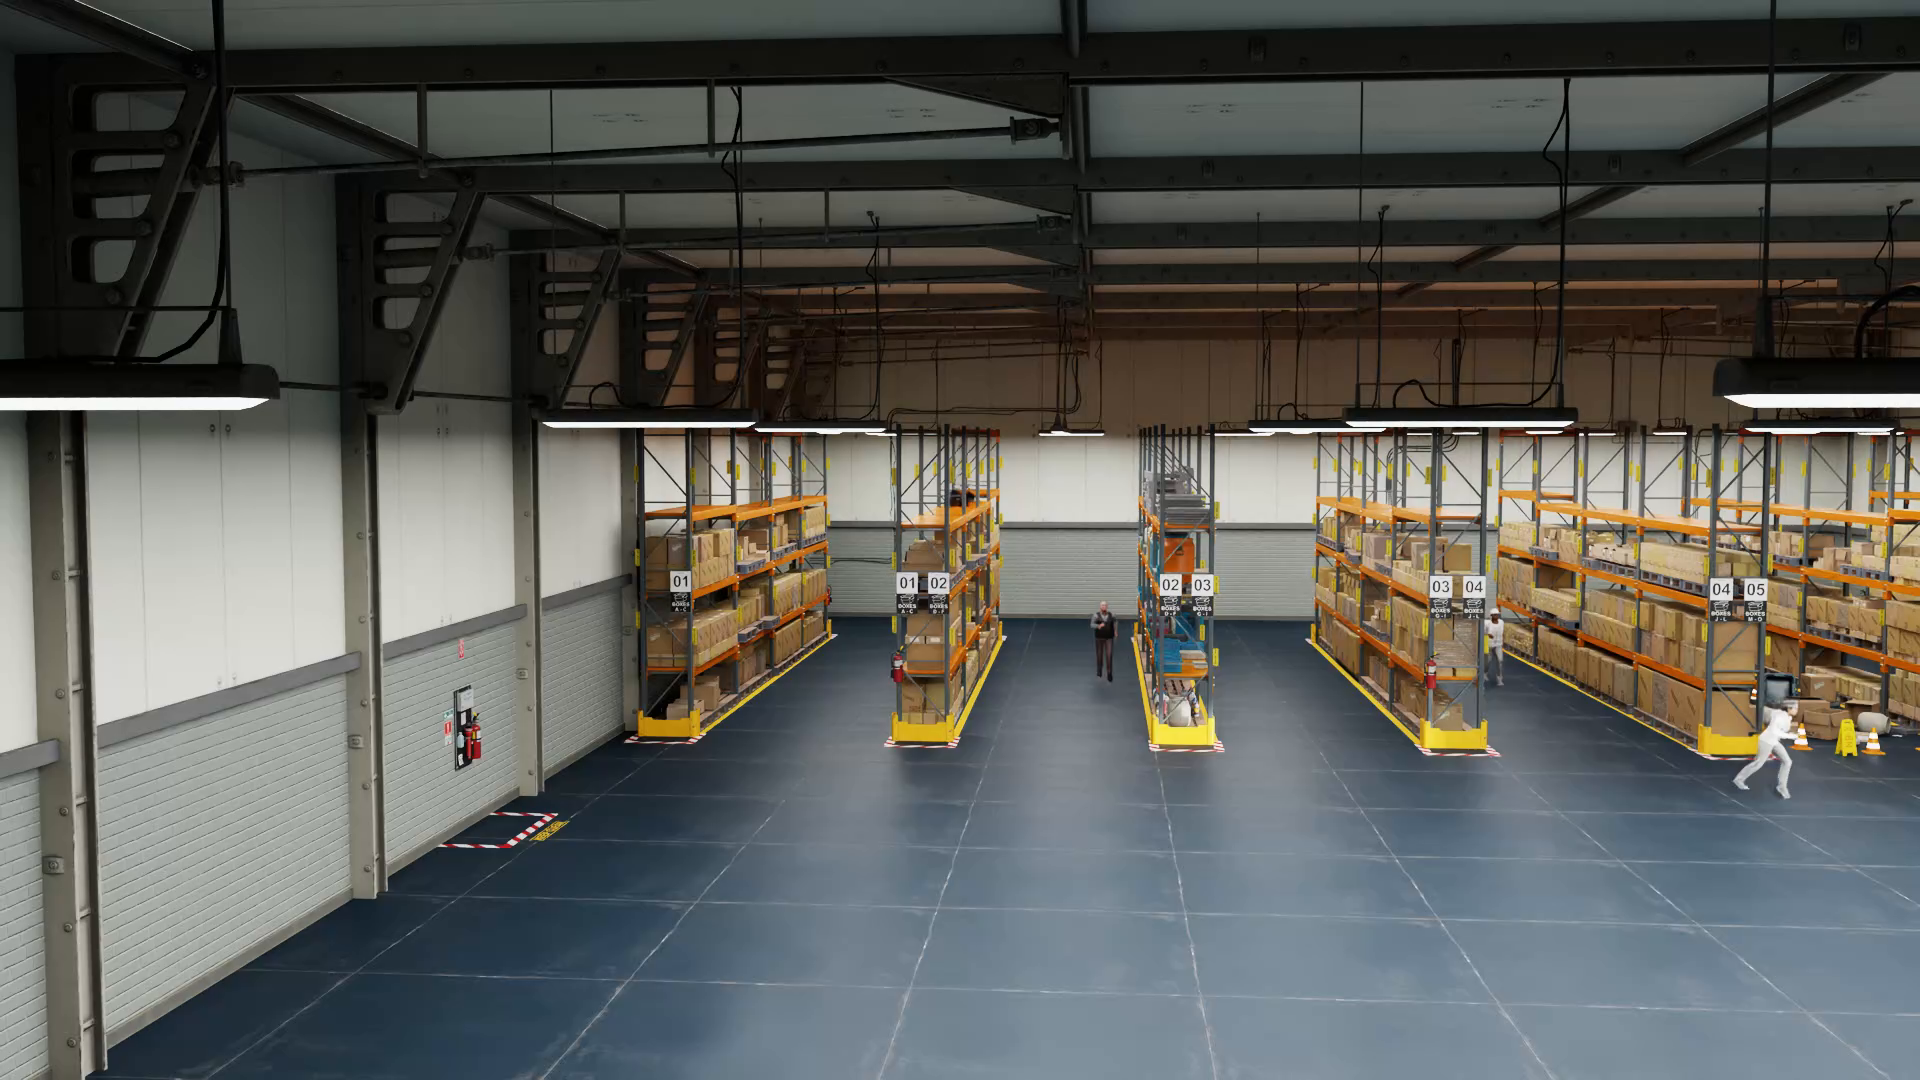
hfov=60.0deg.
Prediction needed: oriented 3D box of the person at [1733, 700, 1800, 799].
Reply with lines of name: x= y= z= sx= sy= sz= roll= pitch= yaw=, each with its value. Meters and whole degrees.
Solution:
person: x=12.960 y=3.332 z=26.725 sx=0.950 sy=1.622 sz=0.656 roll=3 pitch=4 yaw=39

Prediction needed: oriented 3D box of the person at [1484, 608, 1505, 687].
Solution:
person: x=12.400 y=2.473 z=38.741 sx=0.640 sy=1.796 sz=0.890 roll=0 pitch=3 yaw=2

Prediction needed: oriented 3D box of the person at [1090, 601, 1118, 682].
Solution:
person: x=3.287 y=2.284 z=37.857 sx=0.649 sy=1.777 sz=0.821 roll=0 pitch=3 yaw=1
